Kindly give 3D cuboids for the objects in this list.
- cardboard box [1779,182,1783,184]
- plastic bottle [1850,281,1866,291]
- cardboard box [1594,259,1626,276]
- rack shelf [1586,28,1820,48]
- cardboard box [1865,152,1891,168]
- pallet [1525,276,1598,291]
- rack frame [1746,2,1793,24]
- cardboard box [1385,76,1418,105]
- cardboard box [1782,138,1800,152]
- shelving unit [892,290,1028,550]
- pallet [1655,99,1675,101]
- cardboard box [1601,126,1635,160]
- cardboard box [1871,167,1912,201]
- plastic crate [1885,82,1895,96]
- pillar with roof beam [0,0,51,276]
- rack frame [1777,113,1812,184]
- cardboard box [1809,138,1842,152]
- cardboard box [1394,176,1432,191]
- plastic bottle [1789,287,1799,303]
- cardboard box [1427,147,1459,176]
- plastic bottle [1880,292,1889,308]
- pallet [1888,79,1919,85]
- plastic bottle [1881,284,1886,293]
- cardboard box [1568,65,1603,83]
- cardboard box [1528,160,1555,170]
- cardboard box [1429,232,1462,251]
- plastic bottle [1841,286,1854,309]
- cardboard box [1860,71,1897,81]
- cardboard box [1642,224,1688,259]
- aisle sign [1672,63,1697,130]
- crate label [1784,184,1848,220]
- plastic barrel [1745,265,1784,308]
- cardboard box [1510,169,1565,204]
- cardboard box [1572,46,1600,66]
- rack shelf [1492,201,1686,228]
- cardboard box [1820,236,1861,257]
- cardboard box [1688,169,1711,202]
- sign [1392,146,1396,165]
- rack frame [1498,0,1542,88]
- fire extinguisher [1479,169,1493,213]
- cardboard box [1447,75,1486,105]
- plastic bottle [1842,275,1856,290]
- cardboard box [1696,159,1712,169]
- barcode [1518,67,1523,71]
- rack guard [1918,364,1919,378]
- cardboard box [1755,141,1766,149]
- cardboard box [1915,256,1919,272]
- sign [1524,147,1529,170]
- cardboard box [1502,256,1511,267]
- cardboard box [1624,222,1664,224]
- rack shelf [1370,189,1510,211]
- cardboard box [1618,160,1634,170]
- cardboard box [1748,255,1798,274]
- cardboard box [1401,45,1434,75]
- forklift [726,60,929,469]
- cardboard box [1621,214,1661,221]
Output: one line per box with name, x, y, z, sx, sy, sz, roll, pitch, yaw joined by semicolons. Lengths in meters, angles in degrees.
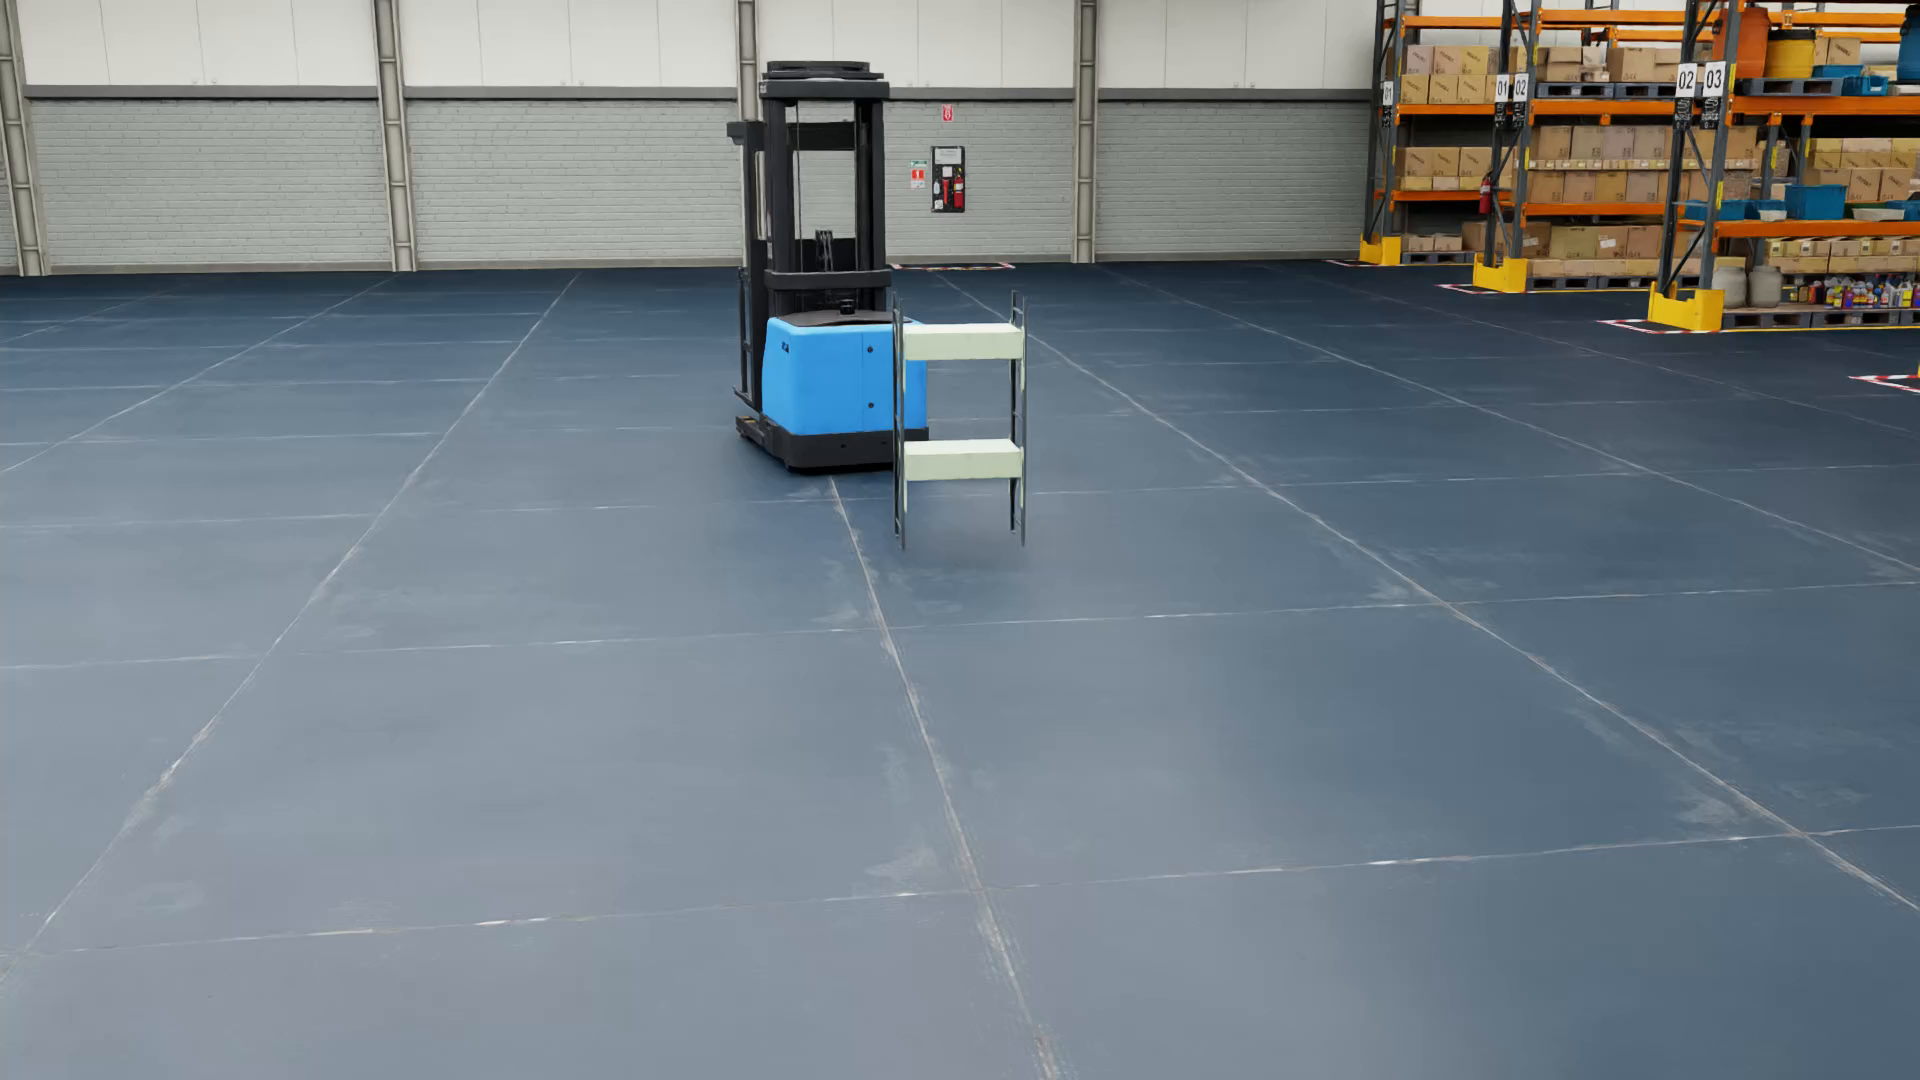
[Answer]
cardboard box;15.816;-6.797;31.633;0.250;0.149;0.380;-2;14;-7
plastic bottle;11.633;-3.213;21.564;0.135;0.276;0.152;-2;14;-8
cardboard box;9.915;-4.227;25.700;0.500;0.250;0.500;-2;14;-8
rack shelf;13.555;-9.130;30.429;4.000;0.370;1.077;-2;14;-8
cardboard box;17.061;-7.029;31.223;0.500;0.500;0.500;-2;14;-9
pallet;9.114;-4.040;25.895;1.213;0.211;1.003;-2;14;-8
rack frame;12.319;-8.409;25.254;0.127;3.000;1.000;-2;14;-8
cardboard box;7.997;-8.135;30.080;0.500;0.500;0.500;-1;14;-4
cardboard box;15.942;-7.481;31.484;0.500;0.250;0.500;-2;14;-7
shelving unit;-0.007;-0.727;10.038;0.755;1.500;0.431;-2;14;-8
pallet;13.229;-8.090;30.532;1.003;0.211;1.213;-2;14;-8
cardboard box;9.897;-6.087;25.453;0.500;0.500;0.700;-2;14;-8
cardboard box;14.618;-5.628;26.291;0.500;0.500;0.500;-3;14;-11
plastic crate;11.452;-5.668;20.926;0.450;0.188;0.336;-2;14;-8
pillar with roof beam;-14.906;-7.784;22.760;0.400;9.000;9.100;-2;14;-8
rack frame;15.533;-6.836;31.312;0.127;3.000;1.000;-2;14;-8
cardboard box;16.048;-7.357;30.992;0.500;0.250;0.500;-2;14;-7
cardboard box;8.152;-6.424;29.938;0.500;0.250;0.500;-3;14;-10
plastic bottle;10.849;-3.191;21.627;0.097;0.201;0.097;0;14;0
cardboard box;8.629;-6.807;29.923;0.500;0.500;0.500;-2;14;-8
plastic bottle;11.676;-3.037;21.012;0.097;0.201;0.097;0;14;0
pallet;12.354;-5.621;20.692;1.003;0.211;1.213;-2;14;-8
plastic bottle;11.772;-3.113;21.147;0.133;0.283;0.061;-2;14;-8
cardboard box;9.463;-7.113;25.410;0.500;0.250;0.500;-2;14;-8
cardboard box;8.784;-5.680;25.164;0.250;0.149;0.380;-2;14;-9
cardboard box;8.883;-5.479;30.526;0.500;0.311;0.500;-1;14;-4
plastic bottle;11.164;-3.053;20.909;0.133;0.283;0.061;-2;14;-7
cardboard box;14.219;-7.140;25.803;0.500;0.250;0.500;-3;14;-13
cardboard box;10.903;-4.629;25.762;0.500;0.500;0.500;-2;14;-8
aisle sign;8.982;-5.492;20.612;0.004;0.787;0.394;-2;14;-8
crate label;10.878;-4.312;21.175;0.616;0.435;0.502;-2;14;-8
plastic barrel;10.233;-3.220;21.146;0.421;0.512;0.421;0;14;0
cardboard box;8.827;-5.417;25.448;0.500;0.500;0.700;-2;14;-8
cardboard box;11.122;-8.605;29.900;0.500;0.500;0.500;-3;14;-13
rack shelf;10.341;-5.078;25.782;4.000;0.370;1.077;-2;14;-8
cardboard box;13.772;-4.632;26.163;0.500;0.311;0.500;-3;14;-10
cardboard box;11.361;-5.509;25.819;0.500;0.500;0.700;-2;14;-9
sign;7.703;-6.835;29.530;0.005;0.325;0.100;-2;14;-8
rack frame;8.364;-8.264;24.676;0.127;3.000;1.000;-2;14;-8
fire extinguisher;8.178;-5.424;25.843;0.183;0.674;0.296;-2;14;-8
cardboard box;9.039;-8.041;29.707;0.500;0.500;0.500;-1;14;-6
plastic bottle;11.586;-3.284;21.693;0.185;0.351;0.144;-2;14;-9
cardboard box;11.319;-5.773;25.534;0.250;0.149;0.380;-2;14;-8
barcode;8.590;-7.218;25.476;0.075;0.075;0.001;-2;14;-8
rack guard;9.911;-1.762;16.218;0.348;0.500;1.175;-2;14;-8
cardboard box;14.880;-7.377;31.028;0.250;0.149;0.380;-5;15;-18
cardboard box;15.281;-4.417;26.457;0.500;0.250;0.500;-2;14;-9
sign;8.440;-5.679;24.757;0.005;0.325;0.100;-2;14;-8
cardboard box;8.850;-4.315;26.050;0.500;0.250;0.500;-2;14;-8
cardboard box;10.825;-4.755;26.264;0.500;0.500;0.500;-2;14;-8
rack shelf;9.600;-6.269;30.533;4.000;0.370;1.077;-2;14;-8
cardboard box;10.057;-5.727;25.352;0.250;0.149;0.380;-2;14;-9
cardboard box;12.755;-4.324;26.087;0.500;0.250;0.500;-2;14;-10
cardboard box;8.039;-8.499;29.478;0.500;0.500;0.500;-3;14;-12
forklift;-1.197;-2.255;13.190;1.130;2.935;3.031;-5;15;-19
cardboard box;12.738;-6.103;31.083;0.500;0.250;0.500;-2;14;-9
